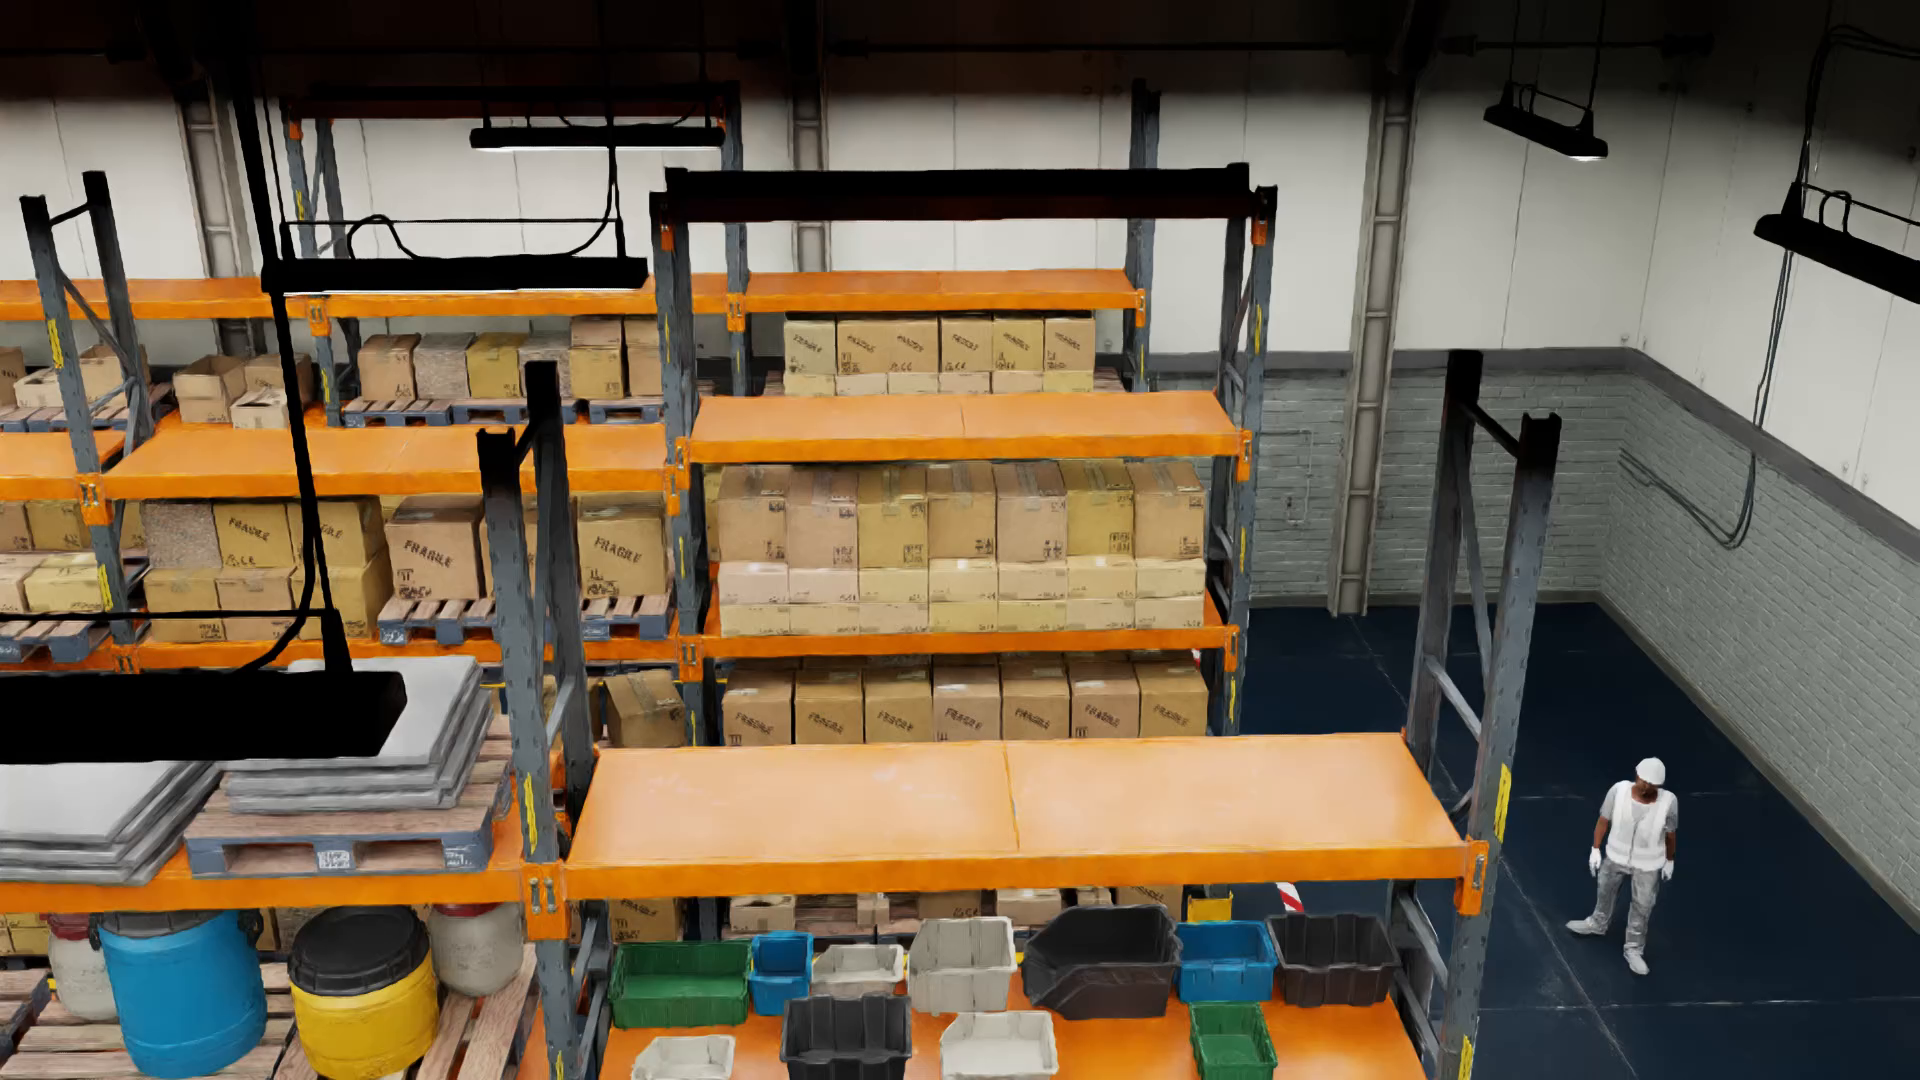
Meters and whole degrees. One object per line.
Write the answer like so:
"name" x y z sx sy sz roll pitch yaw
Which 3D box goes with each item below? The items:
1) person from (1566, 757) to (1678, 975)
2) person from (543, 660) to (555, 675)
"person" 5.124 2.424 12.828 0.704 1.783 0.477 15 27 33
"person" -3.861 1.331 15.708 0.506 1.602 0.420 -11 24 -24
